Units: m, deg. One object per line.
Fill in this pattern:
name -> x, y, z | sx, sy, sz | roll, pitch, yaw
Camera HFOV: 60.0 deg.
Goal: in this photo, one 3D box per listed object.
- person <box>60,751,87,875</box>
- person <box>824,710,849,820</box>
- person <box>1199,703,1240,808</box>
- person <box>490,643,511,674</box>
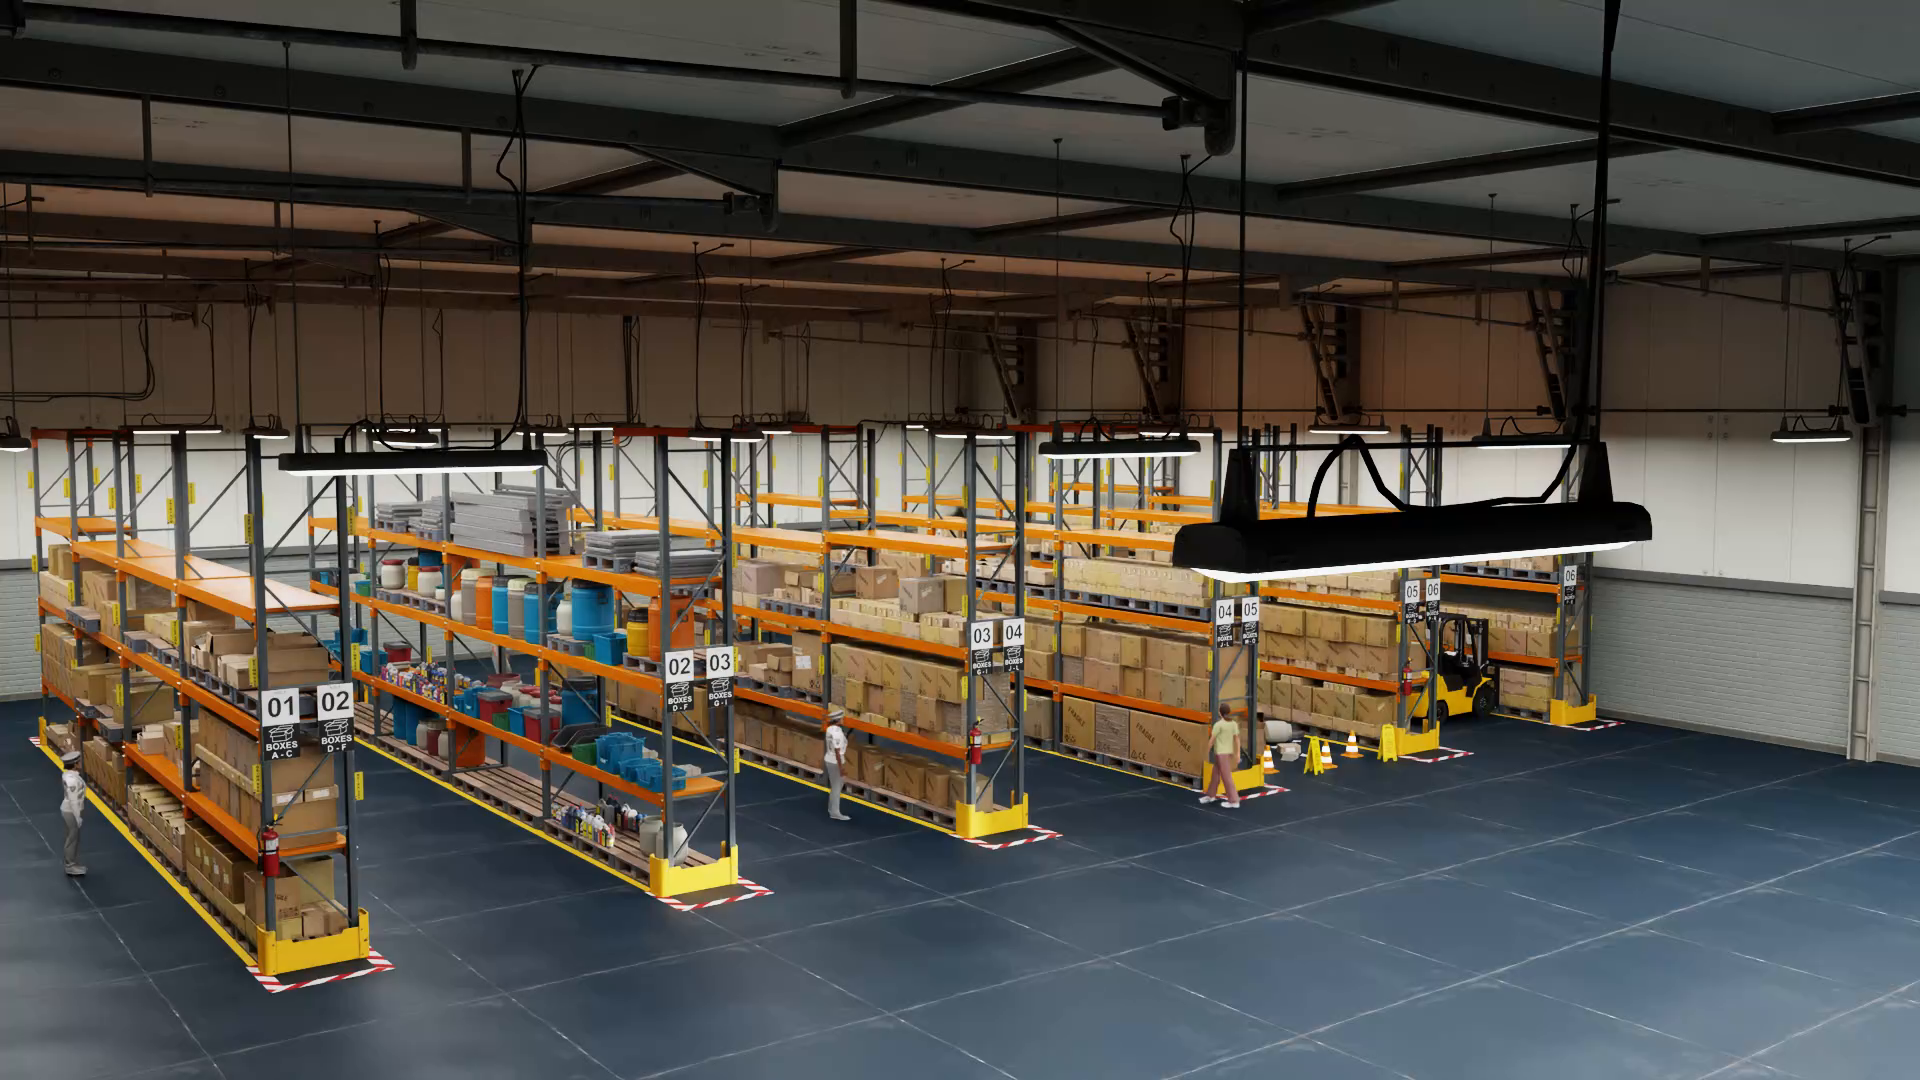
person -> -12.064, 3.713, 22.639 | 0.353, 1.691, 0.525 | -2, 5, -20
person -> -1.923, 3.509, 25.778 | 0.350, 1.751, 0.534 | -1, 5, -13
person -> 4.115, 3.413, 26.484 | 0.804, 1.661, 0.413 | 4, 6, 39
person -> -10.184, 2.631, 36.758 | 0.497, 1.661, 0.539 | 1, 5, 10
